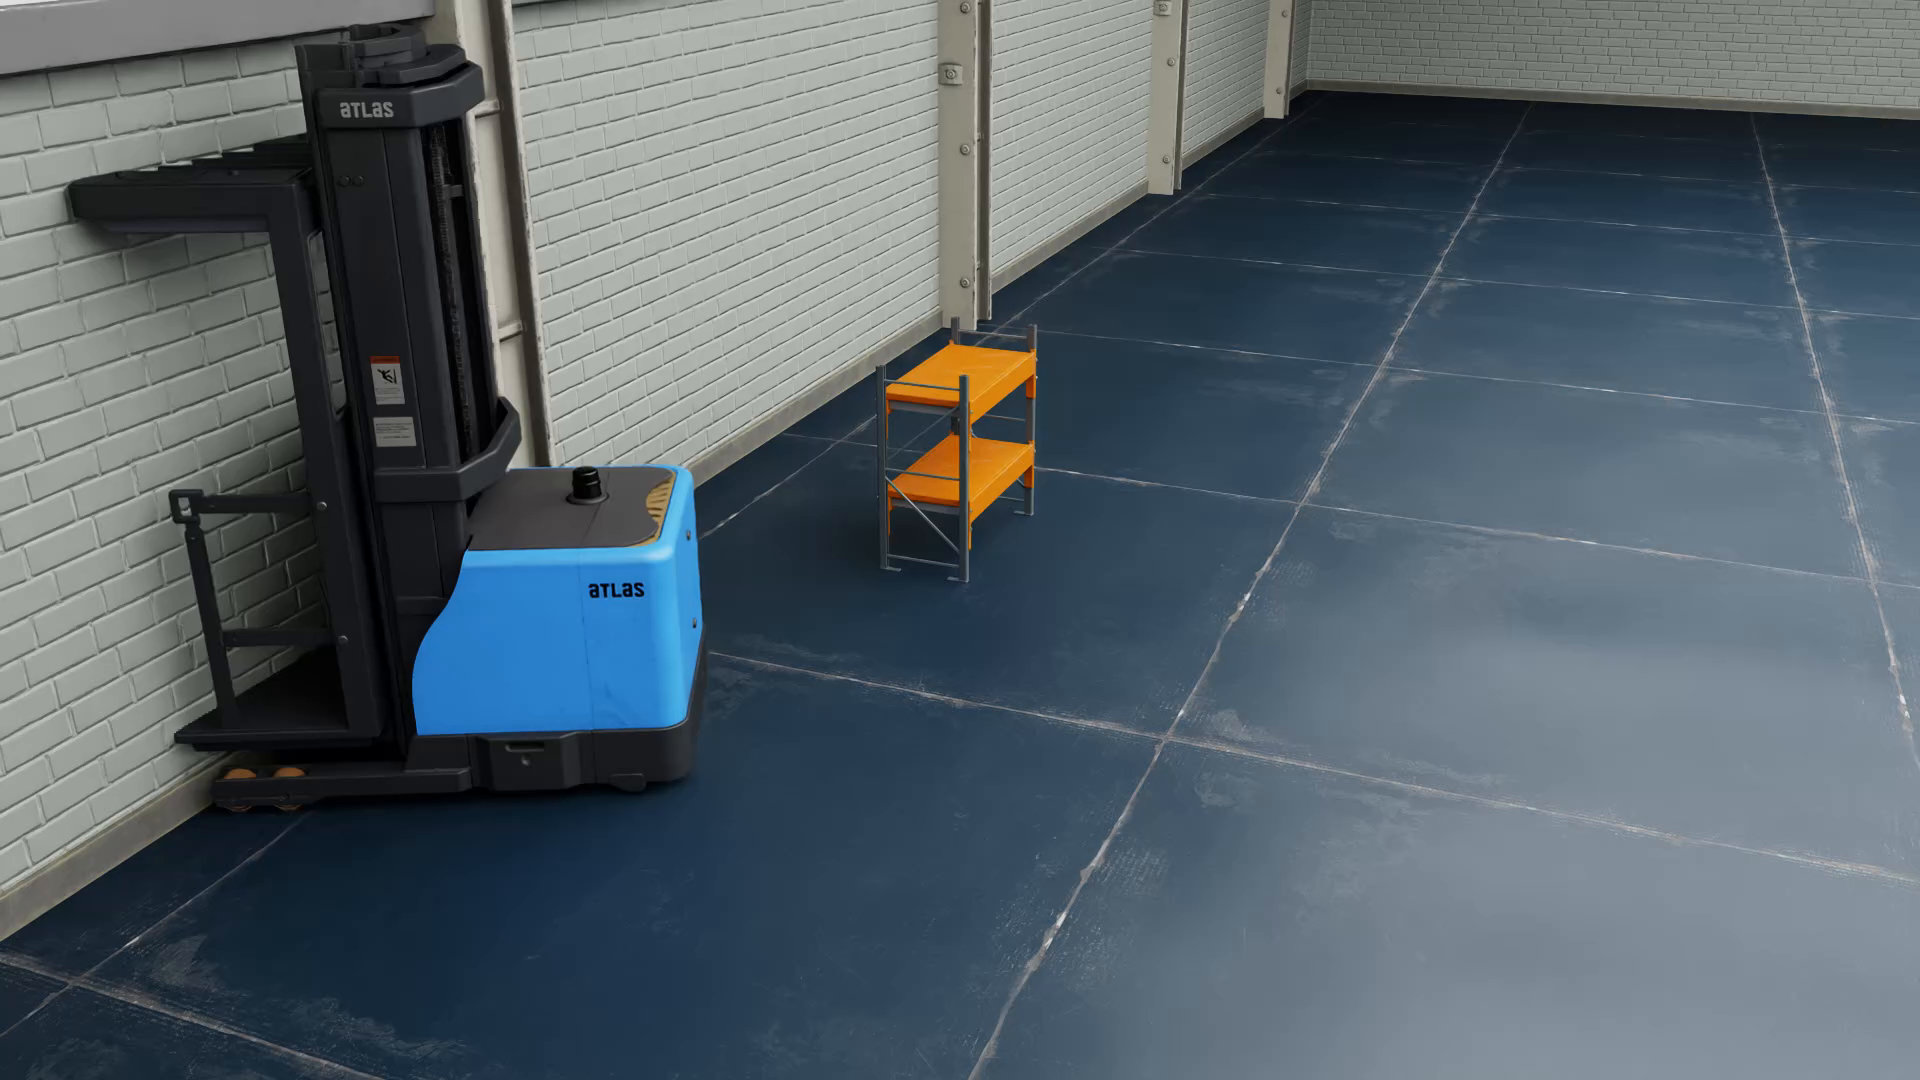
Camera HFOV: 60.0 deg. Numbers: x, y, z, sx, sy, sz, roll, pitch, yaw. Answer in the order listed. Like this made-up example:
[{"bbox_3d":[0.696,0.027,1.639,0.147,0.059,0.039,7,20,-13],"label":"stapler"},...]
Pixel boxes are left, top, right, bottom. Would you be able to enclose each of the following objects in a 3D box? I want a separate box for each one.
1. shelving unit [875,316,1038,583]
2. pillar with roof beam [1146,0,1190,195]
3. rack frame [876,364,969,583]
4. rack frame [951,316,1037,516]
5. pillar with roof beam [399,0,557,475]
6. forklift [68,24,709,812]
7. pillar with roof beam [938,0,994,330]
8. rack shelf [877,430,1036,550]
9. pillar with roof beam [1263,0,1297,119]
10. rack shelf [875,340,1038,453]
[{"bbox_3d":[-0.003,-0.517,9.027,0.538,1.125,1.048,9,24,20],"label":"shelving unit"},{"bbox_3d":[6.267,-7.444,15.396,9.100,9.000,0.400,9,24,20],"label":"pillar with roof beam"},{"bbox_3d":[-0.191,-0.335,8.592,0.500,1.125,0.032,9,24,20],"label":"rack frame"},{"bbox_3d":[0.186,-0.699,9.463,0.500,1.125,0.032,9,24,20],"label":"rack frame"},{"bbox_3d":[1.810,-3.150,5.115,9.100,9.000,0.400,9,24,20],"label":"pillar with roof beam"},{"bbox_3d":[-2.635,-0.477,6.590,3.031,2.935,1.130,-1,23,-3],"label":"forklift"},{"bbox_3d":[4.039,-5.297,10.255,9.100,9.000,0.400,9,24,20],"label":"pillar with roof beam"},{"bbox_3d":[-0.003,-0.291,9.122,0.538,0.278,1.000,9,24,20],"label":"rack shelf"},{"bbox_3d":[8.496,-9.591,20.536,9.100,9.000,0.400,9,24,20],"label":"pillar with roof beam"},{"bbox_3d":[-0.003,-0.787,8.915,0.538,0.278,1.000,9,24,20],"label":"rack shelf"}]
